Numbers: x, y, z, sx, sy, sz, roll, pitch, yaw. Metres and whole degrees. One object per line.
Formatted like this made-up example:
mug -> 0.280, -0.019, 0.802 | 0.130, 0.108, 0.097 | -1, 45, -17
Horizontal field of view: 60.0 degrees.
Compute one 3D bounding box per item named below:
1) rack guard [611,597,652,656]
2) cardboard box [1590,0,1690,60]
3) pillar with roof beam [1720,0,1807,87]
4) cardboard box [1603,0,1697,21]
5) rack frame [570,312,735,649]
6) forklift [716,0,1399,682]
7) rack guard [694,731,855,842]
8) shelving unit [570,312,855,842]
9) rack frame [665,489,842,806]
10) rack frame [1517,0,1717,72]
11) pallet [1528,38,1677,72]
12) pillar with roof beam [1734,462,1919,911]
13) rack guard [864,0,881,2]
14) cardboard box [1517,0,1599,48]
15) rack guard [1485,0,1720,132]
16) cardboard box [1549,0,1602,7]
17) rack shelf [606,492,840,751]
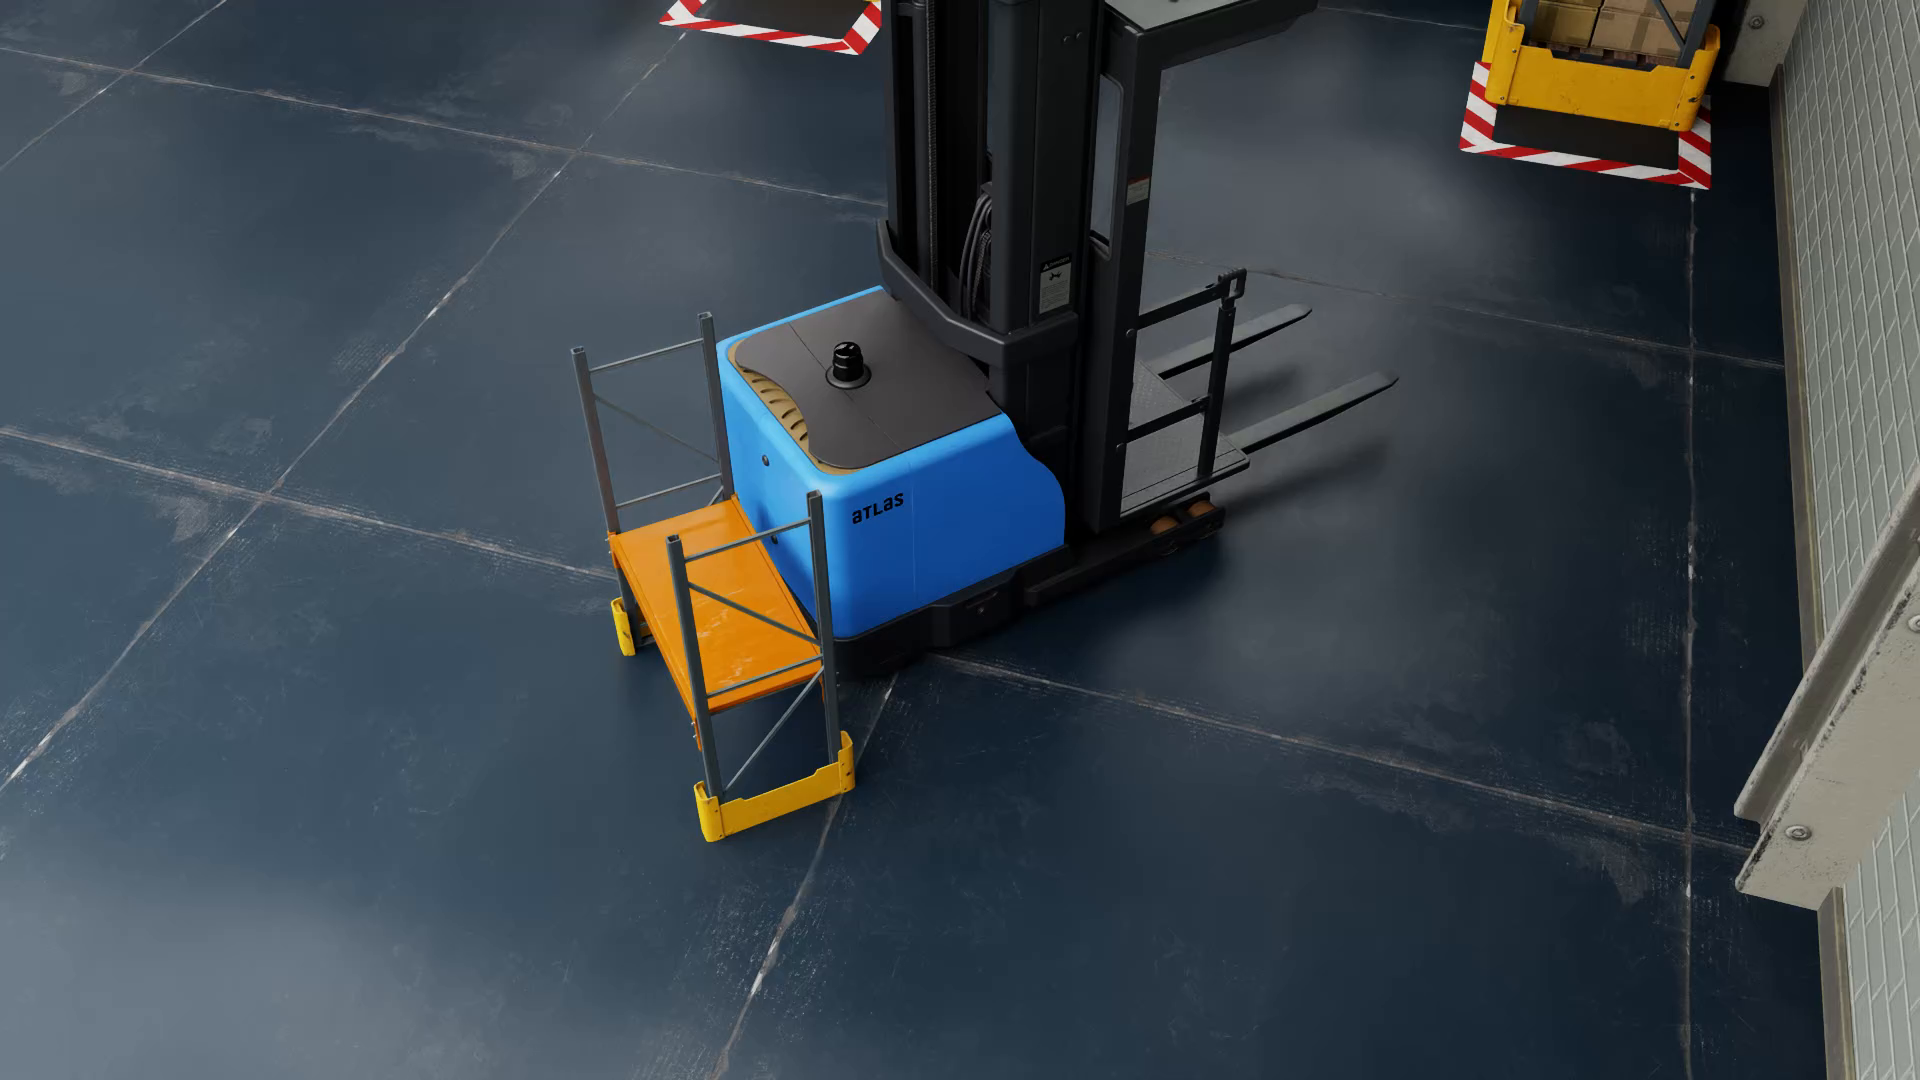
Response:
rack guard -> -1.096, 0.268, 6.697 | 0.587, 0.250, 0.087 | -18, 47, -18
cardboard box -> 4.034, -3.111, 9.849 | 0.500, 0.250, 0.500 | 13, 46, 13
pillar with roof beam -> 0.665, -6.987, 7.855 | 9.100, 9.000, 0.400 | 13, 46, 13
cardboard box -> 4.039, -3.273, 9.658 | 0.500, 0.250, 0.500 | 13, 46, 13
rack frame -> -1.097, -0.180, 6.260 | 0.500, 1.500, 0.032 | -18, 47, -18
forklift -> 0.539, -1.277, 6.358 | 3.031, 2.935, 1.130 | -23, 49, -22
rack guard -> -0.667, 0.896, 6.054 | 0.587, 0.250, 0.087 | -18, 47, -18
shelving unit -> -0.882, 0.135, 5.938 | 0.587, 1.500, 1.083 | -18, 47, -18
rack frame -> -0.659, 0.462, 5.605 | 0.500, 1.500, 0.032 | -18, 47, -18
rack frame -> 3.698, -3.658, 8.742 | 1.000, 3.000, 0.127 | 13, 46, 13
pallet -> 3.890, -3.180, 10.247 | 1.003, 0.211, 1.213 | 13, 46, 13
pillar with roof beam -> -1.152, -2.988, 3.768 | 9.100, 9.000, 0.400 | 13, 46, 13
rack guard -> -1.010, -3.864, 10.740 | 1.175, 0.500, 0.348 | 13, 46, 13
cardboard box -> 3.540, -3.205, 9.946 | 0.500, 0.250, 0.500 | 13, 46, 13
rack guard -> 3.691, -2.748, 9.600 | 1.175, 0.500, 0.348 | 13, 46, 13
cardboard box -> 3.548, -3.394, 9.781 | 0.500, 0.250, 0.500 | 12, 46, 12
rack shelf -> -0.878, 0.270, 6.058 | 0.538, 0.185, 1.000 | -18, 47, -18
